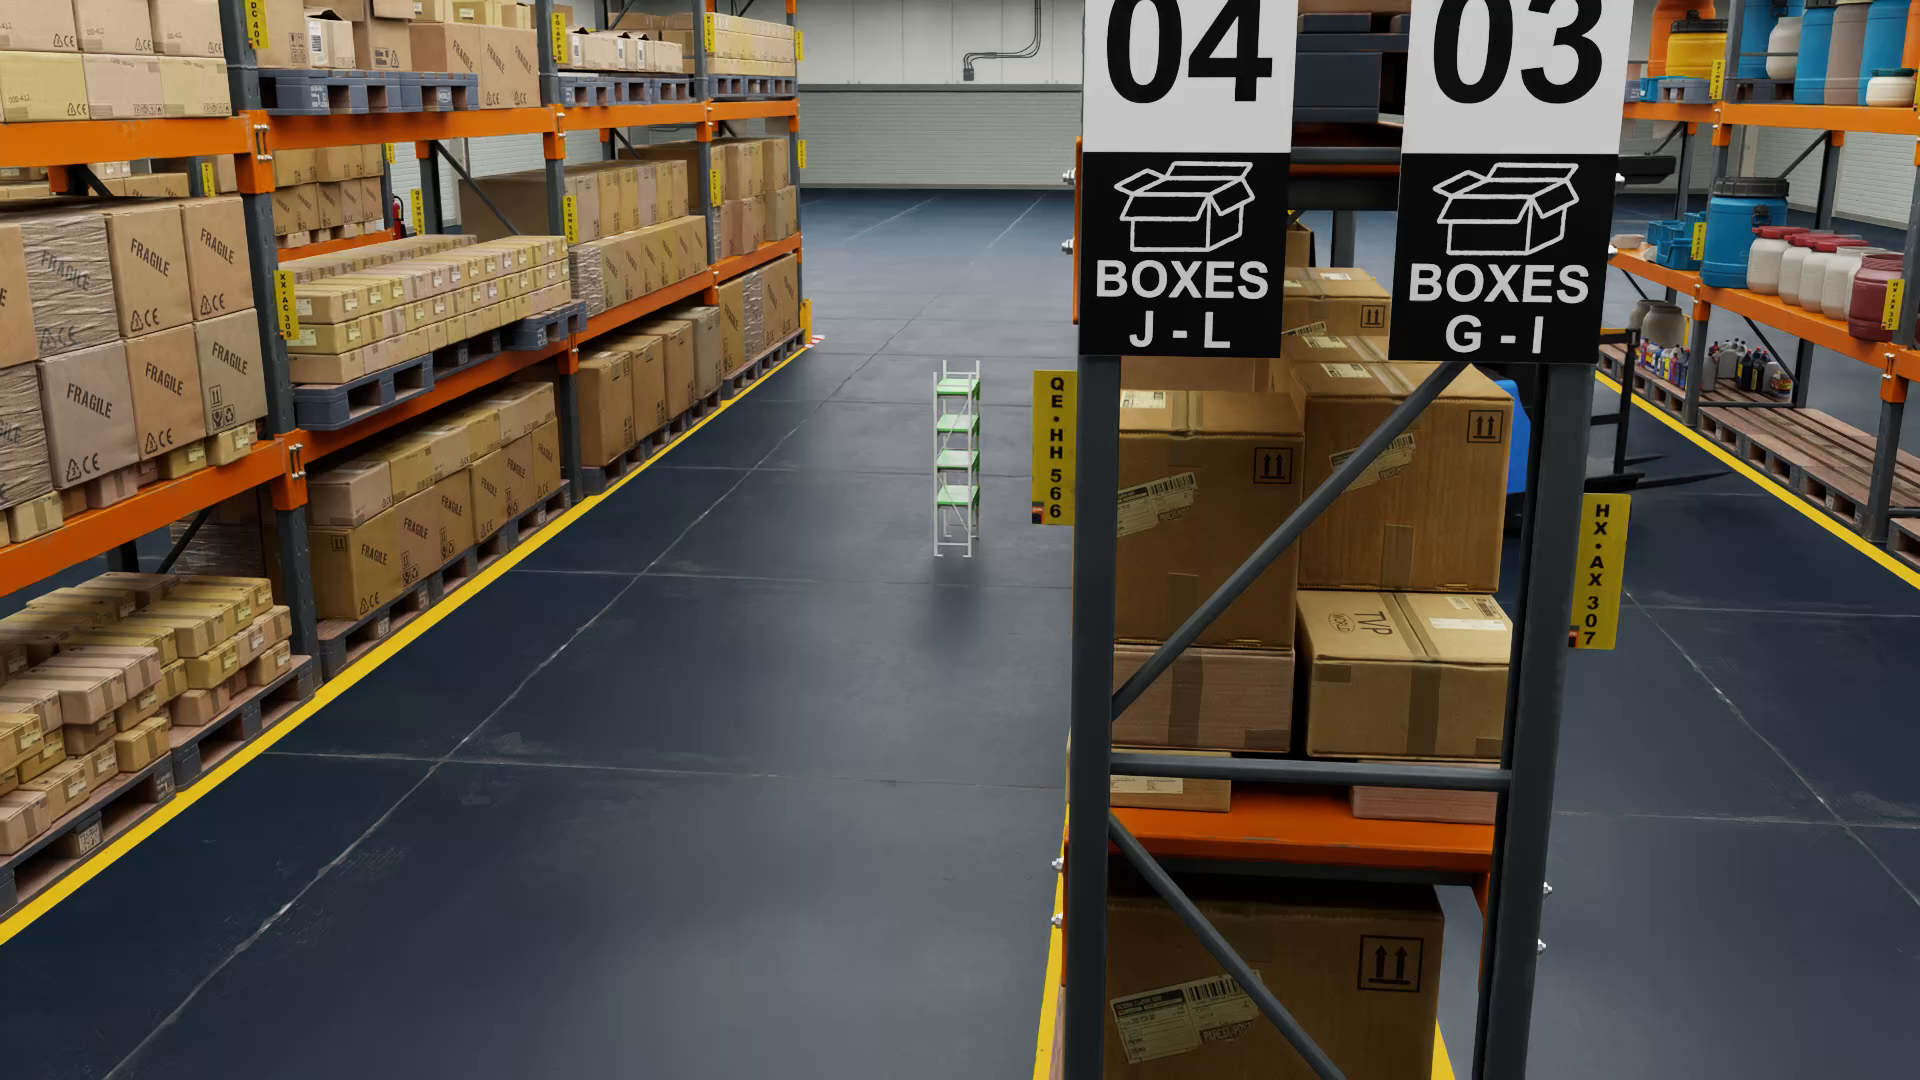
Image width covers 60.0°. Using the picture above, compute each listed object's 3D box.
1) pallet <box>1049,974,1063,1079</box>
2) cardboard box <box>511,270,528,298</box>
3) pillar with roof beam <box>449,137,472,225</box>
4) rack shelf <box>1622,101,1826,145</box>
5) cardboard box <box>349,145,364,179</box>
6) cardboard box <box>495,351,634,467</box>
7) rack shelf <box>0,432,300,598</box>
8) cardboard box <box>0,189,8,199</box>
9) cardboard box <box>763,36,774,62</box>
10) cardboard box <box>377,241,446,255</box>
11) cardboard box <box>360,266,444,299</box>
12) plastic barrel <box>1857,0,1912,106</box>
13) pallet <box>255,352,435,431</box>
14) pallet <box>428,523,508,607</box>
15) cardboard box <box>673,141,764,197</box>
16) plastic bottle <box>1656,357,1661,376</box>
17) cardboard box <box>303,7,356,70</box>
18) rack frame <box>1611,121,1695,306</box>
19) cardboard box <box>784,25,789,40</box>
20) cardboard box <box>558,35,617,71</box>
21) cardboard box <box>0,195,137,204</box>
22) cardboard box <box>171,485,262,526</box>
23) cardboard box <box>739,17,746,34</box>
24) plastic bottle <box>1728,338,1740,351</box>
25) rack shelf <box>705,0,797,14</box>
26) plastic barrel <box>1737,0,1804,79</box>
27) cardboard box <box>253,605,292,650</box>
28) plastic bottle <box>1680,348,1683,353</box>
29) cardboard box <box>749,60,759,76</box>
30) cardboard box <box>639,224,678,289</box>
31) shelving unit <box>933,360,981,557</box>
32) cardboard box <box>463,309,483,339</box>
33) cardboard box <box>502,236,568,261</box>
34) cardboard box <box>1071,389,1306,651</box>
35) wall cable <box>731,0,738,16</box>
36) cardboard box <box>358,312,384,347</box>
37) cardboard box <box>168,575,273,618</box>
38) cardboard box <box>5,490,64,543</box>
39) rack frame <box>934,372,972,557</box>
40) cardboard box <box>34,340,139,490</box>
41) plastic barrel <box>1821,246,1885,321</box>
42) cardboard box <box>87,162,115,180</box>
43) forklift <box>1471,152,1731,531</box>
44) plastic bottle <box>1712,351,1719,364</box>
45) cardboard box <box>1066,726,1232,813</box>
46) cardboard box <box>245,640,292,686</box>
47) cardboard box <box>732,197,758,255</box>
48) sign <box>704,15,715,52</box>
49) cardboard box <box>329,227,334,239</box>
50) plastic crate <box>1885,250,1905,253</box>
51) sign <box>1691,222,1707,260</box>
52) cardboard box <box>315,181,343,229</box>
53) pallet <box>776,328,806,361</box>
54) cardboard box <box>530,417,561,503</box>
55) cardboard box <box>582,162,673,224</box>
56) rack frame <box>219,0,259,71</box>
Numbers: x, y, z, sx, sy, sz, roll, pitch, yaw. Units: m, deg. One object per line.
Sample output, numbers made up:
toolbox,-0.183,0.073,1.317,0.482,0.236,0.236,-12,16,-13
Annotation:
pallet,0.750,1.640,4.693,1.003,0.211,1.213,2,15,6
cardboard box,-2.964,-1.625,10.531,0.380,0.149,0.250,2,15,6
pillar with roof beam,-6.901,-11.367,35.960,9.100,9.000,0.400,2,15,6
rack shelf,7.239,-4.082,16.145,1.077,0.370,4.000,2,15,6
cardboard box,-7.209,-4.343,18.799,0.700,0.500,0.500,2,15,7
cardboard box,-3.118,-1.016,12.677,1.050,0.750,0.750,1,15,5
rack shelf,-3.953,0.160,6.203,1.077,0.370,4.000,2,15,6
cardboard box,-7.874,-2.503,13.107,0.500,0.500,0.500,2,15,9
cardboard box,-2.266,-5.194,17.598,0.500,0.250,0.500,2,15,6
cardboard box,-3.581,-1.865,10.849,0.380,0.149,0.250,2,15,6
cardboard box,-3.110,-1.434,9.254,0.380,0.149,0.250,2,15,6
plastic barrel,7.024,-3.675,12.301,0.600,0.901,0.708,2,15,6
pallet,-3.497,-0.808,8.770,1.003,0.211,1.213,2,15,6
pallet,-3.506,0.121,10.312,1.003,0.211,1.213,2,15,6
cardboard box,-2.553,-3.889,17.443,0.875,0.550,0.500,2,15,6
plastic bottle,6.866,-1.707,16.247,0.097,0.201,0.097,0,15,0
cardboard box,-3.420,-2.536,8.414,0.500,0.311,0.500,1,15,5
rack frame,7.465,-3.500,18.361,1.000,3.000,0.127,2,15,6
cardboard box,-2.104,-5.619,18.407,0.380,0.149,0.250,2,15,7
cardboard box,-2.919,-3.681,12.575,0.500,0.250,0.500,2,15,8
cardboard box,-4.021,-1.271,7.439,0.500,0.500,0.500,2,15,8
cardboard box,-3.895,-0.265,8.943,0.500,0.250,0.500,1,15,5
cardboard box,-2.333,-5.093,16.460,0.380,0.149,0.250,2,15,7
plastic bottle,7.607,-1.801,16.309,0.144,0.351,0.185,2,15,9
rack shelf,-2.599,-5.656,16.982,1.077,0.370,4.000,2,15,6
plastic barrel,7.232,-4.611,14.955,0.600,0.901,0.708,2,15,6
cardboard box,-3.447,0.415,7.969,0.380,0.149,0.250,2,15,7
plastic bottle,6.986,-1.712,16.109,0.061,0.283,0.133,2,15,6
cardboard box,-2.274,-4.838,17.045,0.380,0.149,0.250,2,15,7
cardboard box,-2.732,-2.424,14.189,0.500,0.500,0.500,2,15,7
shelving unit,-0.019,-0.536,10.847,0.258,1.200,0.503,2,15,6
cardboard box,-3.053,-1.280,9.828,0.380,0.149,0.250,1,15,4
cardboard box,-2.876,-1.972,11.244,0.380,0.149,0.250,1,15,4
cardboard box,0.532,-0.064,3.932,0.500,0.500,0.500,2,15,7
wall cable,-5.490,-16.191,50.072,3.097,2.526,0.112,2,15,6
cardboard box,-3.199,-1.087,8.543,0.380,0.149,0.250,1,15,5
cardboard box,-3.509,0.280,7.897,0.380,0.149,0.250,2,15,8
cardboard box,-3.632,-0.096,6.253,0.380,0.149,0.250,2,15,7
rack frame,-0.046,-0.473,10.613,0.240,1.200,0.015,2,15,6
cardboard box,-3.619,-0.501,6.506,0.500,0.500,0.500,2,15,6
plastic barrel,6.513,-1.862,12.087,0.421,0.512,0.421,0,15,0
cardboard box,-7.655,-3.231,14.556,0.380,0.149,0.250,1,15,4
forklift,4.111,-1.621,11.543,3.031,2.935,1.130,-6,16,-22
plastic bottle,7.496,-1.771,16.483,0.097,0.201,0.097,0,15,0
cardboard box,0.451,0.523,3.964,0.380,0.149,0.250,2,15,7
cardboard box,-3.433,0.579,7.932,0.380,0.149,0.250,2,15,7
cardboard box,-2.578,-3.229,17.072,0.875,0.550,0.550,2,15,6
sign,-2.285,-4.617,15.151,0.100,0.325,0.005,2,15,6
cardboard box,-7.269,-3.449,18.651,0.380,0.149,0.250,2,15,7
plastic crate,7.048,-1.867,12.196,0.402,0.464,0.583,2,15,6
sign,6.468,-2.616,14.558,0.100,0.325,0.005,2,15,6
cardboard box,-7.212,-3.722,18.418,0.500,0.500,0.500,2,15,6
pallet,-2.386,-2.263,19.126,1.003,0.211,1.213,2,15,6
cardboard box,-3.091,-0.561,11.476,0.500,0.500,0.500,2,15,6
cardboard box,-2.931,-3.050,14.587,0.700,0.500,0.500,1,15,5
rack frame,-3.728,-3.602,7.244,1.000,3.000,0.127,2,15,6
